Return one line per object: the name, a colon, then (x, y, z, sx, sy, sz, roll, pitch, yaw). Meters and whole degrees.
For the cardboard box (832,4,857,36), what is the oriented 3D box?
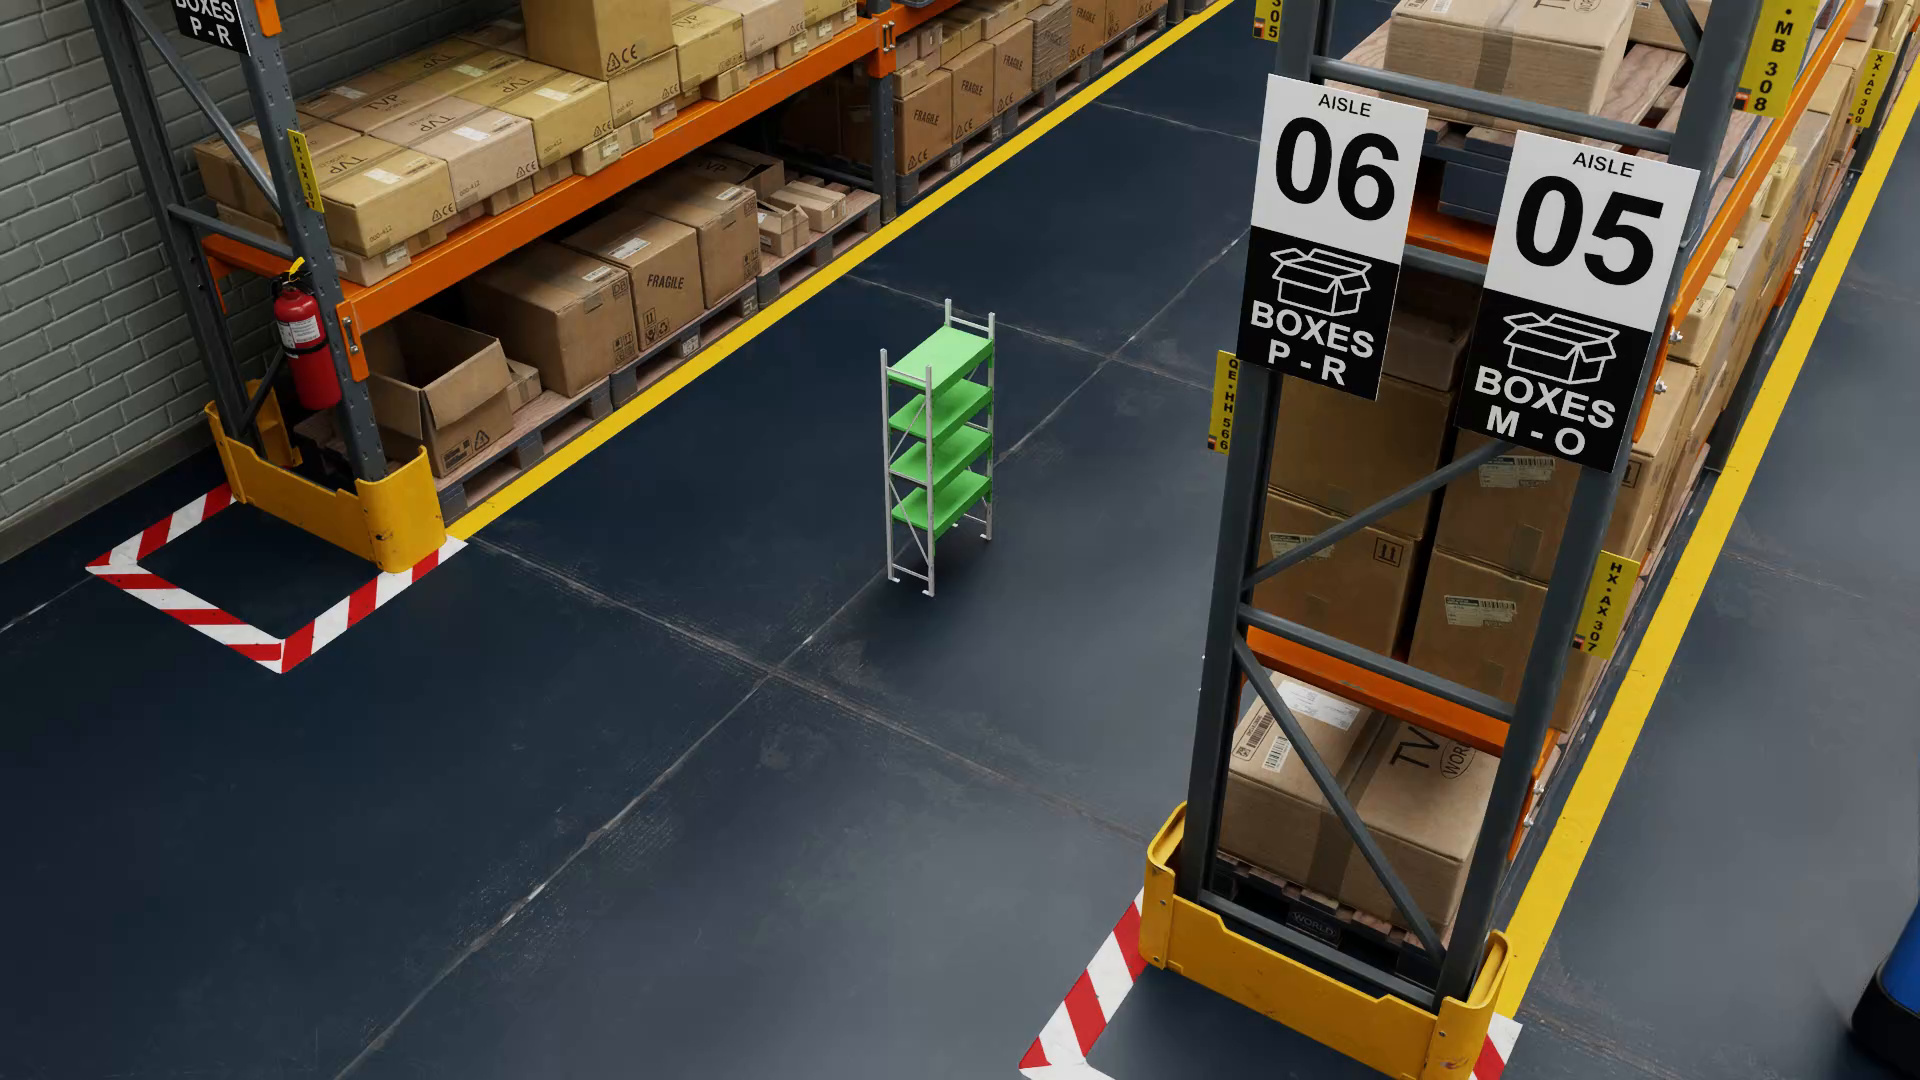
cardboard box: (-0.806, -2.976, 9.359, 0.380, 0.149, 0.250, 22, 43, 26)

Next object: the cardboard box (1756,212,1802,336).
cardboard box: (3.041, -1.151, 6.704, 0.500, 0.500, 0.500, 20, 42, 24)

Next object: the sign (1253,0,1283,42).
sign: (0.751, -1.331, 3.902, 0.100, 0.325, 0.005, 21, 42, 25)

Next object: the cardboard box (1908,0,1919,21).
cardboard box: (4.914, -3.033, 8.940, 0.500, 0.250, 0.500, 20, 42, 24)

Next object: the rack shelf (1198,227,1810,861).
rack shelf: (2.273, -0.385, 6.382, 1.077, 0.370, 4.000, 21, 42, 25)

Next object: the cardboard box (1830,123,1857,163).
cardboard box: (3.819, -1.974, 7.567, 0.500, 0.250, 0.500, 20, 42, 24)

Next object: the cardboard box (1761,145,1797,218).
cardboard box: (2.492, -1.209, 5.430, 0.380, 0.149, 0.250, 20, 42, 24)

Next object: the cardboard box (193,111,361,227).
cardboard box: (-2.969, -1.643, 7.303, 0.500, 0.250, 0.500, 22, 43, 26)

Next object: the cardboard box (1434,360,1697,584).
cardboard box: (1.700, -0.229, 4.689, 0.500, 0.500, 0.500, 20, 42, 24)

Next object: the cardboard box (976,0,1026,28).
cardboard box: (0.215, -3.547, 11.067, 0.380, 0.149, 0.250, 23, 43, 27)

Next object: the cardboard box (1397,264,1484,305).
cardboard box: (1.341, -0.721, 4.796, 0.380, 0.149, 0.250, 22, 43, 26)

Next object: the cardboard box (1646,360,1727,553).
cardboard box: (2.237, -0.358, 5.676, 0.500, 0.500, 0.500, 21, 42, 25)

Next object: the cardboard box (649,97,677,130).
cardboard box: (-1.648, -2.186, 8.335, 0.380, 0.149, 0.250, 21, 42, 25)

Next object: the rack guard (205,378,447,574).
rack guard: (-2.951, -0.310, 7.742, 1.175, 0.500, 0.348, 21, 42, 25)

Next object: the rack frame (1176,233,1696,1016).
rack frame: (1.202, 0.361, 4.825, 1.000, 3.000, 0.127, 21, 42, 25)

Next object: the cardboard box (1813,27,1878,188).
cardboard box: (3.325, -1.803, 6.731, 0.500, 0.500, 0.500, 21, 42, 25)

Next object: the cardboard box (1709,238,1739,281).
cardboard box: (2.068, -0.820, 4.925, 0.380, 0.149, 0.250, 20, 42, 24)

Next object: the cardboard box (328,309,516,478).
cardboard box: (-2.584, -0.722, 7.931, 0.797, 0.503, 0.637, 19, 42, 23)

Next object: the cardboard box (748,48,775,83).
cardboard box: (-1.209, -2.567, 8.828, 0.380, 0.149, 0.250, 22, 43, 26)

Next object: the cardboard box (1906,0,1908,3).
cardboard box: (4.615, -3.067, 8.371, 0.500, 0.500, 0.500, 20, 42, 24)

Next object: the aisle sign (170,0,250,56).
aisle sign: (-2.780, -2.159, 5.964, 0.394, 0.787, 0.004, 21, 42, 25)

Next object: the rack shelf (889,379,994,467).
rack shelf: (-0.089, -0.529, 7.165, 0.258, 0.148, 0.480, 21, 42, 25)

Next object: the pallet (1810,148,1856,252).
pallet: (5.002, -2.277, 10.531, 1.003, 0.211, 1.213, 21, 42, 25)

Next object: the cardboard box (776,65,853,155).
cardboard box: (-0.835, -2.849, 10.692, 0.500, 0.500, 0.500, 21, 42, 25)

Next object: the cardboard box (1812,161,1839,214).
cardboard box: (3.803, -1.782, 7.728, 0.500, 0.250, 0.500, 20, 42, 24)

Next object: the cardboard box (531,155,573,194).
cardboard box: (-2.050, -1.783, 7.812, 0.380, 0.149, 0.250, 22, 43, 26)

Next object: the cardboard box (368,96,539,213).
cardboard box: (-2.251, -1.725, 7.410, 0.500, 0.250, 0.500, 22, 43, 26)

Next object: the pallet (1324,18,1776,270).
pallet: (1.590, -1.178, 4.436, 1.003, 0.211, 1.213, 21, 42, 25)

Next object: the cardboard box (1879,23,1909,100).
cardboard box: (4.643, -2.563, 8.741, 0.500, 0.250, 0.500, 20, 42, 24)

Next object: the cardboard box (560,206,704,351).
cardboard box: (-1.725, -1.389, 8.798, 0.500, 0.500, 0.500, 22, 43, 26)

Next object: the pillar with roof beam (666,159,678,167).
pillar with roof beam: (1.653, -4.226, 5.862, 9.100, 9.000, 0.400, 21, 42, 25)

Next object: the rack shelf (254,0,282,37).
rack shelf: (-1.920, -3.195, 7.570, 1.077, 0.370, 4.000, 21, 42, 25)

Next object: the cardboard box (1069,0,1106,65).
cardboard box: (0.695, -3.747, 11.858, 0.500, 0.500, 0.500, 23, 43, 27)

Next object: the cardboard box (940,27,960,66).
cardboard box: (-0.221, -3.158, 10.562, 0.380, 0.149, 0.250, 19, 42, 23)

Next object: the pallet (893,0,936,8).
pallet: (-0.328, -3.623, 10.150, 1.003, 0.211, 1.213, 21, 42, 25)

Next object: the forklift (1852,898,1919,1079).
forklift: (4.406, 0.150, 5.155, 3.031, 2.935, 1.130, -28, 46, -32)

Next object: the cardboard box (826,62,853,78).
cardboard box: (-0.895, -3.040, 10.409, 0.380, 0.149, 0.250, 19, 42, 23)

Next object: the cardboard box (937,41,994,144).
cardboard box: (-0.122, -2.952, 10.826, 0.500, 0.500, 0.500, 21, 42, 25)

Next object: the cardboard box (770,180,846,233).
cardboard box: (-0.899, -1.977, 9.848, 0.380, 0.149, 0.250, 20, 42, 24)

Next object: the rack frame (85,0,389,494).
rack frame: (-2.991, -1.260, 6.928, 1.000, 3.000, 0.127, 21, 42, 25)

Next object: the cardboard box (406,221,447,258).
cardboard box: (-2.486, -1.387, 7.298, 0.380, 0.149, 0.250, 22, 43, 26)

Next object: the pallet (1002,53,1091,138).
pallet: (0.208, -3.281, 11.834, 1.003, 0.211, 1.213, 21, 42, 25)

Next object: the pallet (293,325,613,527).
pallet: (-2.524, -0.606, 8.364, 1.003, 0.211, 1.213, 21, 42, 25)

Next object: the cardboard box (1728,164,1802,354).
cardboard box: (2.506, -1.023, 5.719, 0.500, 0.500, 0.500, 21, 42, 25)

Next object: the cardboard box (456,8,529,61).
cardboard box: (-2.142, -2.431, 8.326, 0.500, 0.250, 0.500, 21, 42, 25)

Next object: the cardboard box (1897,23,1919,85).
cardboard box: (6.188, -3.560, 11.719, 0.950, 0.372, 0.625, 20, 42, 24)

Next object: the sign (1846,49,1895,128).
sign: (3.814, -1.894, 6.977, 0.100, 0.325, 0.005, 21, 42, 25)

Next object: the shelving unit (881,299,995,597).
shelving unit: (-0.089, -0.390, 7.273, 0.258, 1.200, 0.503, 21, 42, 25)

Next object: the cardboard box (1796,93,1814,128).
cardboard box: (2.850, -1.628, 5.972, 0.380, 0.149, 0.250, 21, 42, 25)

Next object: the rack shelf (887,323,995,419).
rack shelf: (-0.089, -0.719, 7.019, 0.258, 0.148, 0.480, 21, 42, 25)

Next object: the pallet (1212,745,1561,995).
pallet: (1.564, 1.028, 6.244, 1.003, 0.211, 1.213, 21, 42, 25)

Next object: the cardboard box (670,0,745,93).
cardboard box: (-1.449, -2.523, 8.445, 0.500, 0.250, 0.500, 21, 42, 25)
